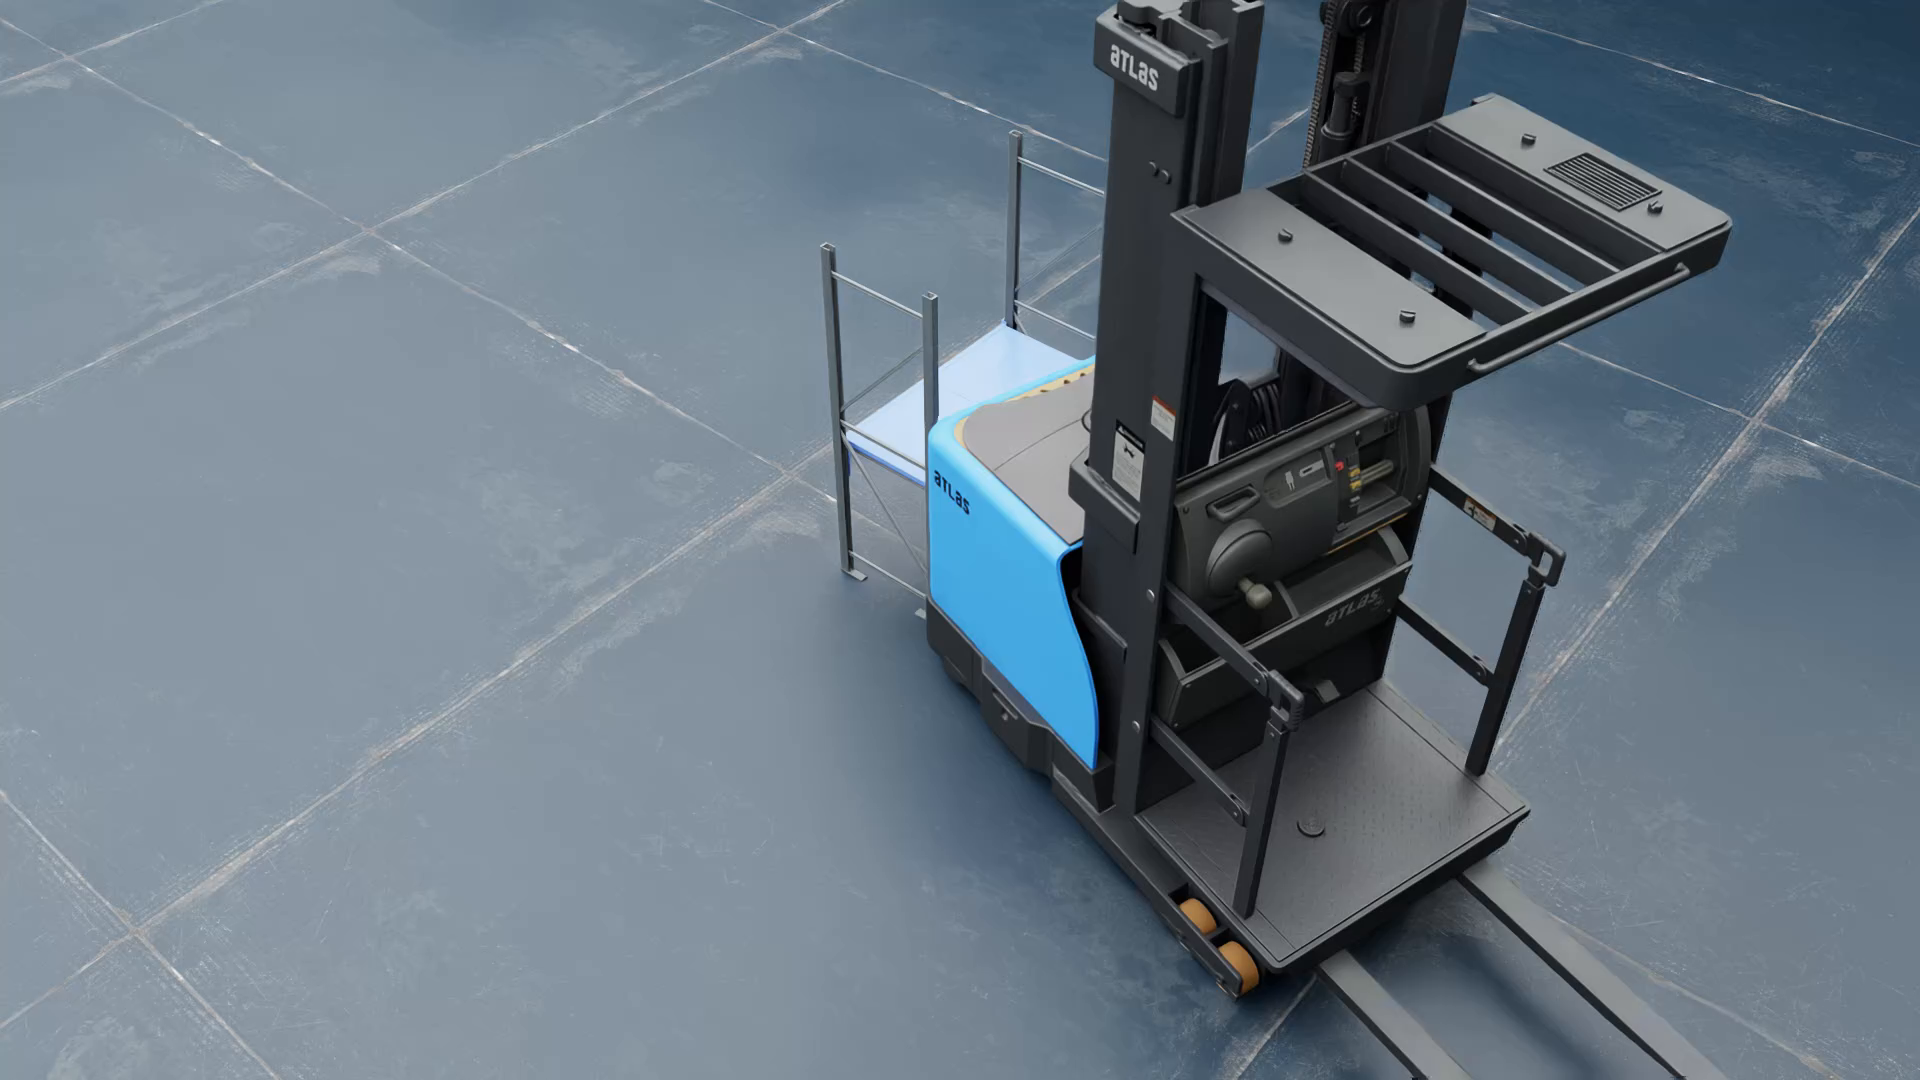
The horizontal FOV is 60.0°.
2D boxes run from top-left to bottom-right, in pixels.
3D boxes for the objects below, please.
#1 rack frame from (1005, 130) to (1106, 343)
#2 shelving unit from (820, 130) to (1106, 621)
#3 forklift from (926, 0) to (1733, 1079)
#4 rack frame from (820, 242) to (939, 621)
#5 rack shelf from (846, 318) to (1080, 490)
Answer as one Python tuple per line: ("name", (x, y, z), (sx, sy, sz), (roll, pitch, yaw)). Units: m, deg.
("rack frame", (0.382, -0.861, 6.582), (0.500, 1.500, 0.032), (29, 50, 28))
("shelving unit", (0.055, -0.599, 6.294), (0.538, 1.500, 1.048), (29, 50, 28))
("forklift", (1.111, -0.036, 4.611), (1.130, 2.935, 3.031), (-24, 48, -24))
("rack frame", (-0.272, -0.337, 6.006), (0.500, 1.500, 0.032), (29, 50, 28))
("rack shelf", (0.055, -0.466, 6.415), (0.538, 0.185, 1.000), (29, 50, 28))
